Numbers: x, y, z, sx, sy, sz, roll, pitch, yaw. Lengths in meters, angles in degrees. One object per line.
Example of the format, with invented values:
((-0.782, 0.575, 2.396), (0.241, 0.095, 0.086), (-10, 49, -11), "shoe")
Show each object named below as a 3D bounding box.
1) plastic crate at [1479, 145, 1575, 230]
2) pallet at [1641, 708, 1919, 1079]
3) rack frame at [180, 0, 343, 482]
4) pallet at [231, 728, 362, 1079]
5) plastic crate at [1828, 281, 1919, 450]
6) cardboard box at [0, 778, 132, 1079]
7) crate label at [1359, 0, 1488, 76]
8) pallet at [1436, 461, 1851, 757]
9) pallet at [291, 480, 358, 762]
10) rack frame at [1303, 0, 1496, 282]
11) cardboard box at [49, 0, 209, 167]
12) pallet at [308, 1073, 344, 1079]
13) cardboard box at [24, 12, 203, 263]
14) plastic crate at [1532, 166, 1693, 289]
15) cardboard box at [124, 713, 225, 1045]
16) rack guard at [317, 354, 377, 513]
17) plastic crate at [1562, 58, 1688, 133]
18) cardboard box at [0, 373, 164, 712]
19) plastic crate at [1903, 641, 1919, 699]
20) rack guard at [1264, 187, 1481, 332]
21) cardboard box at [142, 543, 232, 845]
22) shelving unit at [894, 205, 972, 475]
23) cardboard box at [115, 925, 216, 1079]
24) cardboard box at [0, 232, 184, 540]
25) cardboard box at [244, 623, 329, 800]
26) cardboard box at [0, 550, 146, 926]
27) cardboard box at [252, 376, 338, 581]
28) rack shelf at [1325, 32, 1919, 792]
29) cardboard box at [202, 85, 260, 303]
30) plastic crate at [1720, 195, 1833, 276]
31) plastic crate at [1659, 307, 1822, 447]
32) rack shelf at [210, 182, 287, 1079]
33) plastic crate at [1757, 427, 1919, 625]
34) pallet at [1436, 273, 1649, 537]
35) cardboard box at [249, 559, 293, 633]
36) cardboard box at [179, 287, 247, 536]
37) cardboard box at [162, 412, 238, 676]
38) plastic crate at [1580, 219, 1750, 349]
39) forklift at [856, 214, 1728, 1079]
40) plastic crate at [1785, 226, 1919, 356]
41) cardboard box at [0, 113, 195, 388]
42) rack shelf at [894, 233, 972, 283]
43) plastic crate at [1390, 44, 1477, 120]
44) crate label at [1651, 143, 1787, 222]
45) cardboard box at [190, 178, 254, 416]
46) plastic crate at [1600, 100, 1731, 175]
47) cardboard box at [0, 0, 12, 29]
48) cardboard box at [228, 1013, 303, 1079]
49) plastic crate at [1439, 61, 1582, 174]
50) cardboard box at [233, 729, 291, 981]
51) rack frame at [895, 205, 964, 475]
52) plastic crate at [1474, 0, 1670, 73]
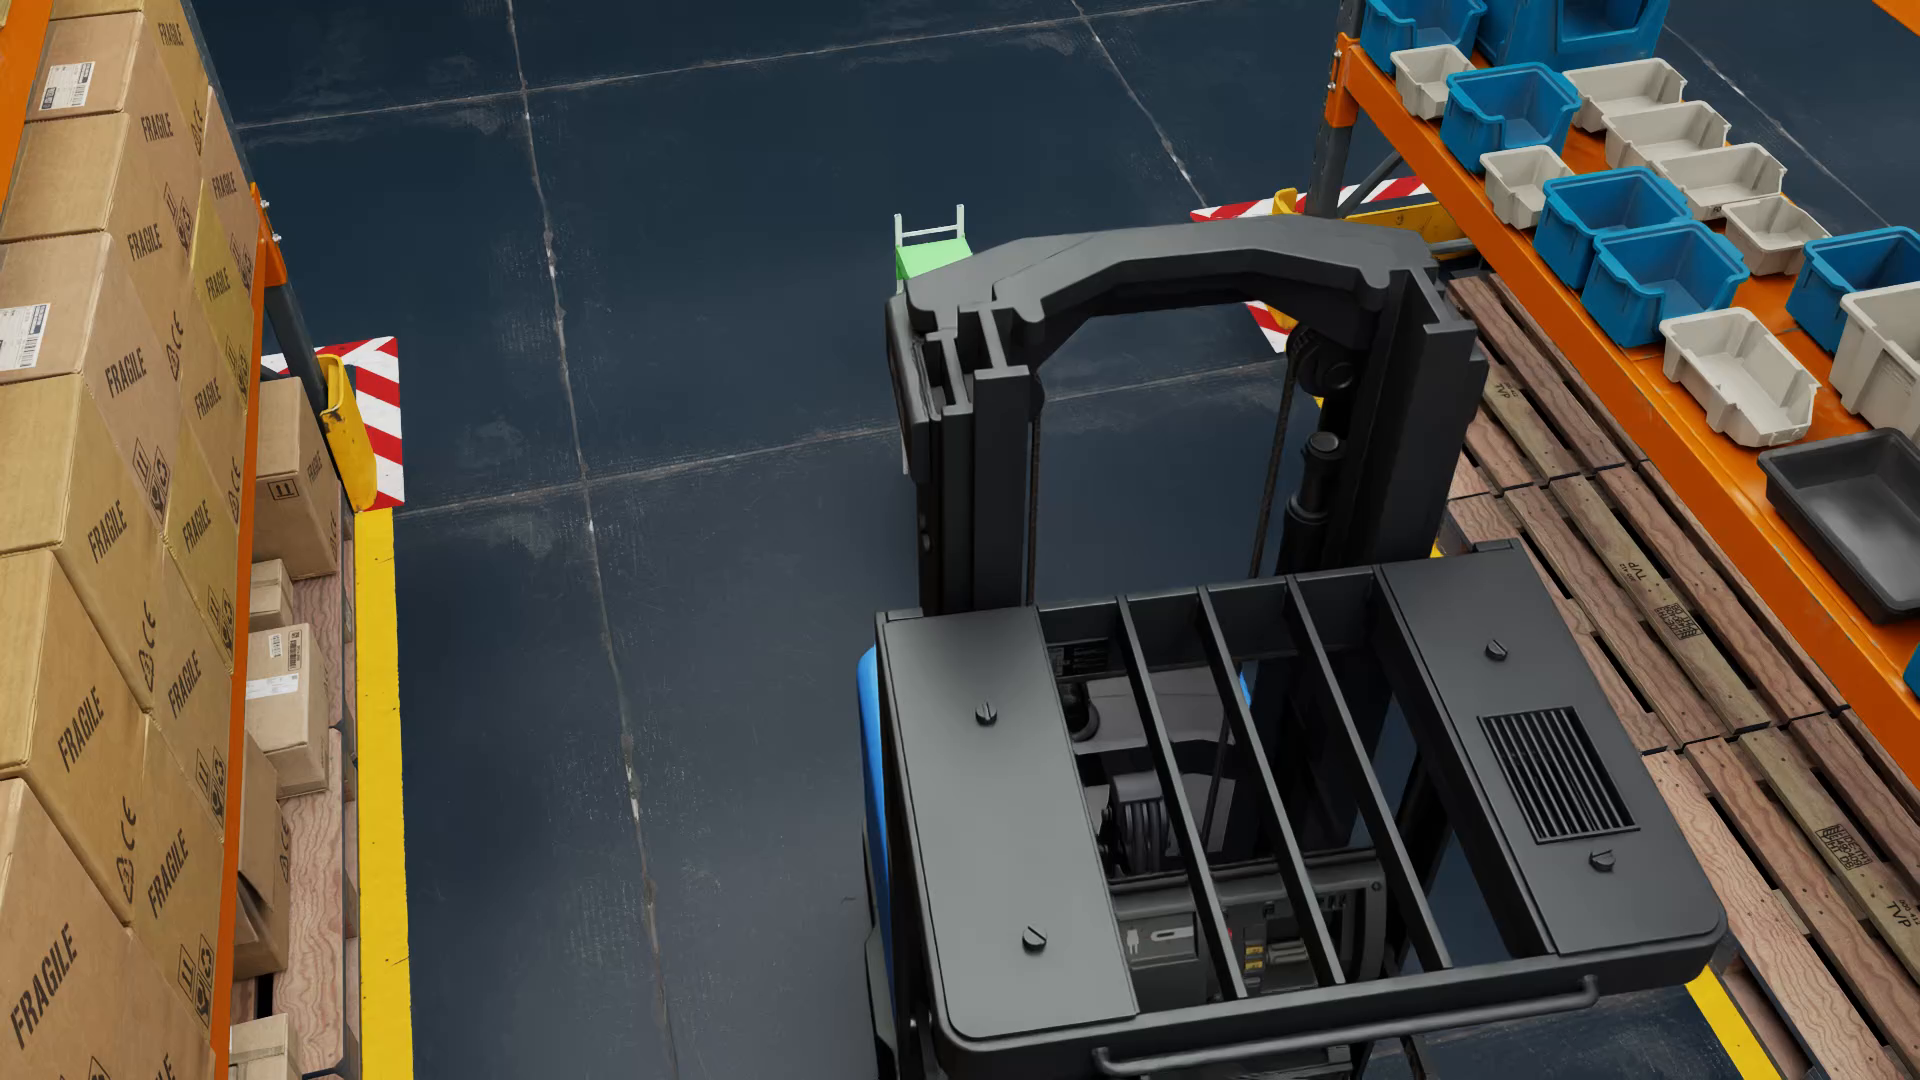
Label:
((1.849, -1.131, 5.401), (0.250, 0.136, 0.298), (-11, 47, -10), "plastic crate")
((2.727, 1.099, 5.025), (1.003, 0.211, 1.213), (-11, 47, -10), "pallet")
((-2.861, -1.235, 5.360), (1.000, 3.000, 0.127), (-11, 47, -10), "rack frame")
((-2.327, 1.185, 4.941), (1.003, 0.211, 1.213), (-11, 47, -10), "pallet")
((2.740, -0.444, 4.626), (0.437, 0.282, 0.530), (-11, 47, -10), "plastic crate")
((-1.685, 0.765, 2.630), (0.500, 0.500, 0.500), (-10, 46, -9), "cardboard box")
((1.673, -1.870, 6.057), (0.416, 0.233, 0.303), (-11, 47, -10), "crate label")
((2.411, 0.255, 5.852), (1.003, 0.211, 1.213), (-11, 47, -10), "pallet")
((-2.636, 0.344, 5.765), (1.003, 0.211, 1.213), (-11, 47, -10), "pallet")
((1.929, -2.138, 6.245), (1.000, 3.000, 0.127), (-11, 47, -10), "rack frame")
((-2.481, -1.363, 4.715), (0.500, 0.500, 0.500), (-11, 47, -11), "cardboard box")
((-2.012, 2.028, 4.114), (1.003, 0.211, 1.213), (-11, 47, -10), "pallet")
((-2.351, -1.014, 4.374), (0.500, 0.500, 0.500), (-10, 46, -9), "cardboard box")
((2.011, -0.961, 5.166), (0.416, 0.233, 0.300), (-11, 47, -10), "plastic crate")
((-1.838, 0.737, 3.357), (0.500, 0.500, 0.500), (-10, 46, -10), "cardboard box")
((-2.841, -0.308, 6.201), (1.175, 0.500, 0.348), (-11, 47, -10), "rack guard")
((2.312, -1.537, 5.798), (0.396, 0.136, 0.243), (-11, 47, -10), "plastic crate")
((-1.949, 0.054, 3.327), (0.500, 0.500, 0.500), (-12, 47, -11), "cardboard box")
((2.503, 0.348, 3.778), (0.392, 0.384, 0.575), (-11, 47, -10), "plastic crate")
((1.910, -1.277, 7.152), (1.175, 0.500, 0.348), (-11, 47, -10), "rack guard")
((-1.964, 0.391, 3.696), (0.500, 0.500, 0.500), (-11, 47, -11), "cardboard box")
((-0.042, -0.534, 5.933), (0.258, 1.200, 0.503), (-11, 47, -10), "shelving unit")
((-1.704, 1.090, 3.012), (0.500, 0.500, 0.500), (-10, 46, -9), "cardboard box")
((-2.082, -0.303, 3.676), (0.500, 0.500, 0.500), (-9, 46, -9), "cardboard box")
((-2.269, 0.565, 5.213), (0.500, 0.250, 0.500), (-11, 47, -10), "cardboard box")
((-1.818, 0.409, 2.979), (0.500, 0.500, 0.500), (-12, 47, -12), "cardboard box")
((-2.483, -0.184, 5.772), (0.500, 0.500, 0.500), (-11, 47, -10), "cardboard box")
((2.441, -0.505, 5.149), (1.077, 0.370, 4.000), (-11, 47, -10), "rack shelf")
((-2.483, -1.010, 5.070), (0.500, 0.500, 0.500), (-9, 46, -9), "cardboard box")
((2.561, -0.945, 5.219), (0.298, 0.136, 0.250), (-11, 47, -10), "plastic crate")
((2.216, -0.452, 4.736), (0.293, 0.136, 0.466), (-11, 47, -10), "plastic crate")
((-2.349, 0.398, 4.264), (1.077, 0.370, 4.000), (-11, 47, -10), "rack shelf")
((2.406, -0.025, 4.325), (0.437, 0.125, 0.590), (-11, 47, -10), "plastic crate")
((2.102, -0.586, 6.676), (1.003, 0.211, 1.213), (-11, 47, -10), "pallet")
((-2.467, 0.229, 5.601), (0.380, 0.166, 0.250), (-11, 47, -10), "cardboard box")
((-2.224, -0.307, 4.381), (0.500, 0.500, 0.500), (-10, 46, -10), "cardboard box")
((-2.095, 0.040, 4.040), (0.500, 0.500, 0.500), (-11, 47, -11), "cardboard box")
((2.087, -0.754, 4.963), (0.416, 0.233, 0.300), (-11, 47, -10), "plastic crate")
((0.445, 0.990, 3.228), (1.130, 2.935, 3.031), (-6, 46, -6), "forklift")
((2.702, -0.729, 4.940), (0.416, 0.233, 0.300), (-11, 47, -10), "plastic crate")
((-2.214, -0.657, 4.024), (0.500, 0.500, 0.500), (-10, 46, -9), "cardboard box")
((-0.042, -0.825, 5.636), (0.258, 0.148, 0.480), (-11, 47, -10), "rack shelf")
((1.676, -1.599, 5.860), (0.250, 0.136, 0.298), (-11, 47, -10), "plastic crate")
((2.467, -1.146, 5.416), (0.396, 0.136, 0.243), (-11, 47, -10), "crate label")
((-2.347, -0.653, 4.720), (0.500, 0.500, 0.500), (-10, 46, -10), "cardboard box")
((2.373, -1.334, 5.600), (0.396, 0.136, 0.243), (-11, 47, -10), "plastic crate")
((-2.216, -1.236, 3.366), (0.500, 0.250, 0.500), (-11, 47, -10), "cardboard box")
((-1.966, 1.440, 4.415), (0.380, 0.166, 0.250), (-11, 47, -10), "cardboard box")
((1.842, -1.415, 5.612), (0.416, 0.233, 0.300), (-11, 47, -10), "plastic crate")
((-2.323, 0.950, 4.658), (0.797, 0.503, 0.637), (-11, 47, -10), "cardboard box")
((-0.105, -0.703, 6.099), (0.240, 1.200, 0.015), (-11, 47, -10), "rack frame")
((2.195, -1.974, 6.018), (0.616, 0.435, 0.499), (-11, 47, -10), "plastic crate")
